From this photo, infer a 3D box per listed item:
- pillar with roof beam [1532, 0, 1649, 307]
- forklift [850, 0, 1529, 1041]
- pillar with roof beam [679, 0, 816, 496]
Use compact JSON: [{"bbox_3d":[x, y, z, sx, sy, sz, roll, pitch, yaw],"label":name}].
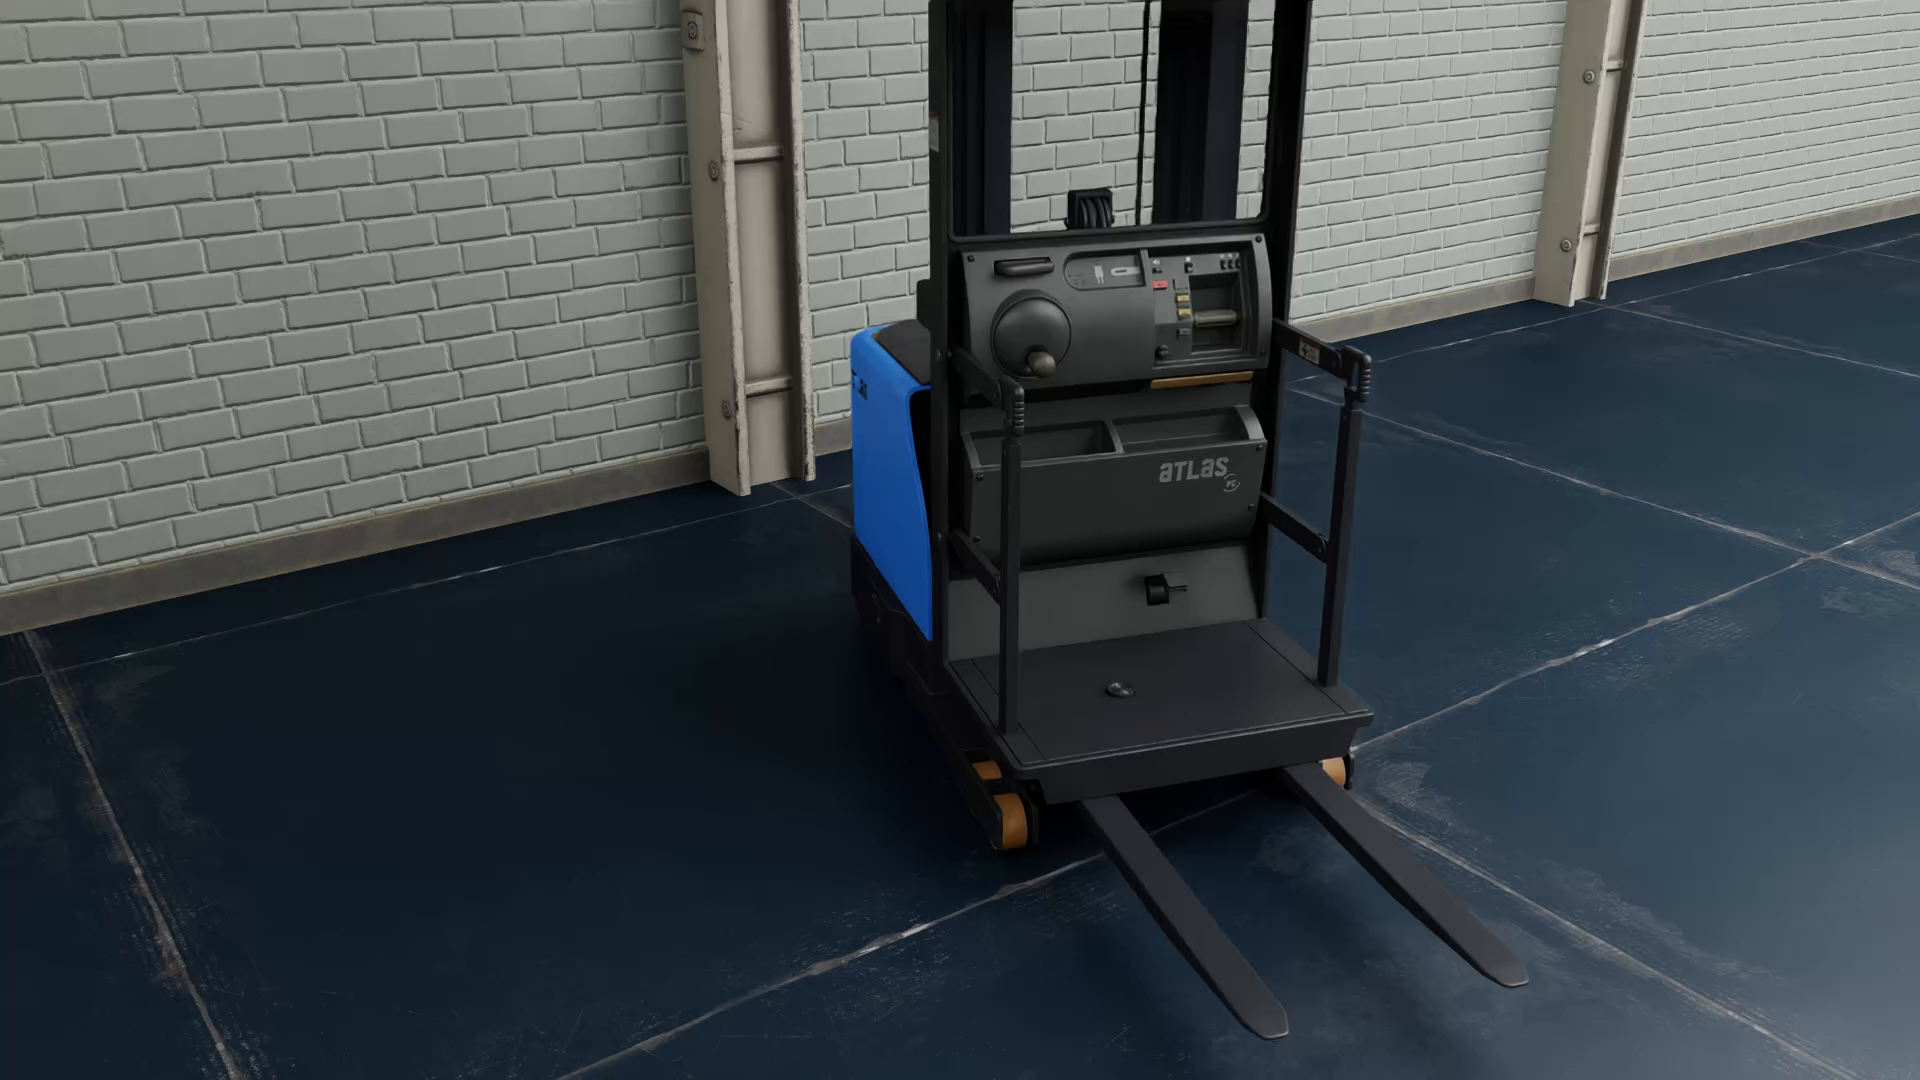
[{"bbox_3d":[6.478,-4.466,5.946,0.400,9.000,9.100,-15,26,-33],"label":"pillar with roof beam"},{"bbox_3d":[0.524,-0.648,4.566,1.130,2.935,3.031,-7,23,-16],"label":"forklift"},{"bbox_3d":[1.608,-3.167,2.691,0.400,9.000,9.100,-15,26,-33],"label":"pillar with roof beam"}]
